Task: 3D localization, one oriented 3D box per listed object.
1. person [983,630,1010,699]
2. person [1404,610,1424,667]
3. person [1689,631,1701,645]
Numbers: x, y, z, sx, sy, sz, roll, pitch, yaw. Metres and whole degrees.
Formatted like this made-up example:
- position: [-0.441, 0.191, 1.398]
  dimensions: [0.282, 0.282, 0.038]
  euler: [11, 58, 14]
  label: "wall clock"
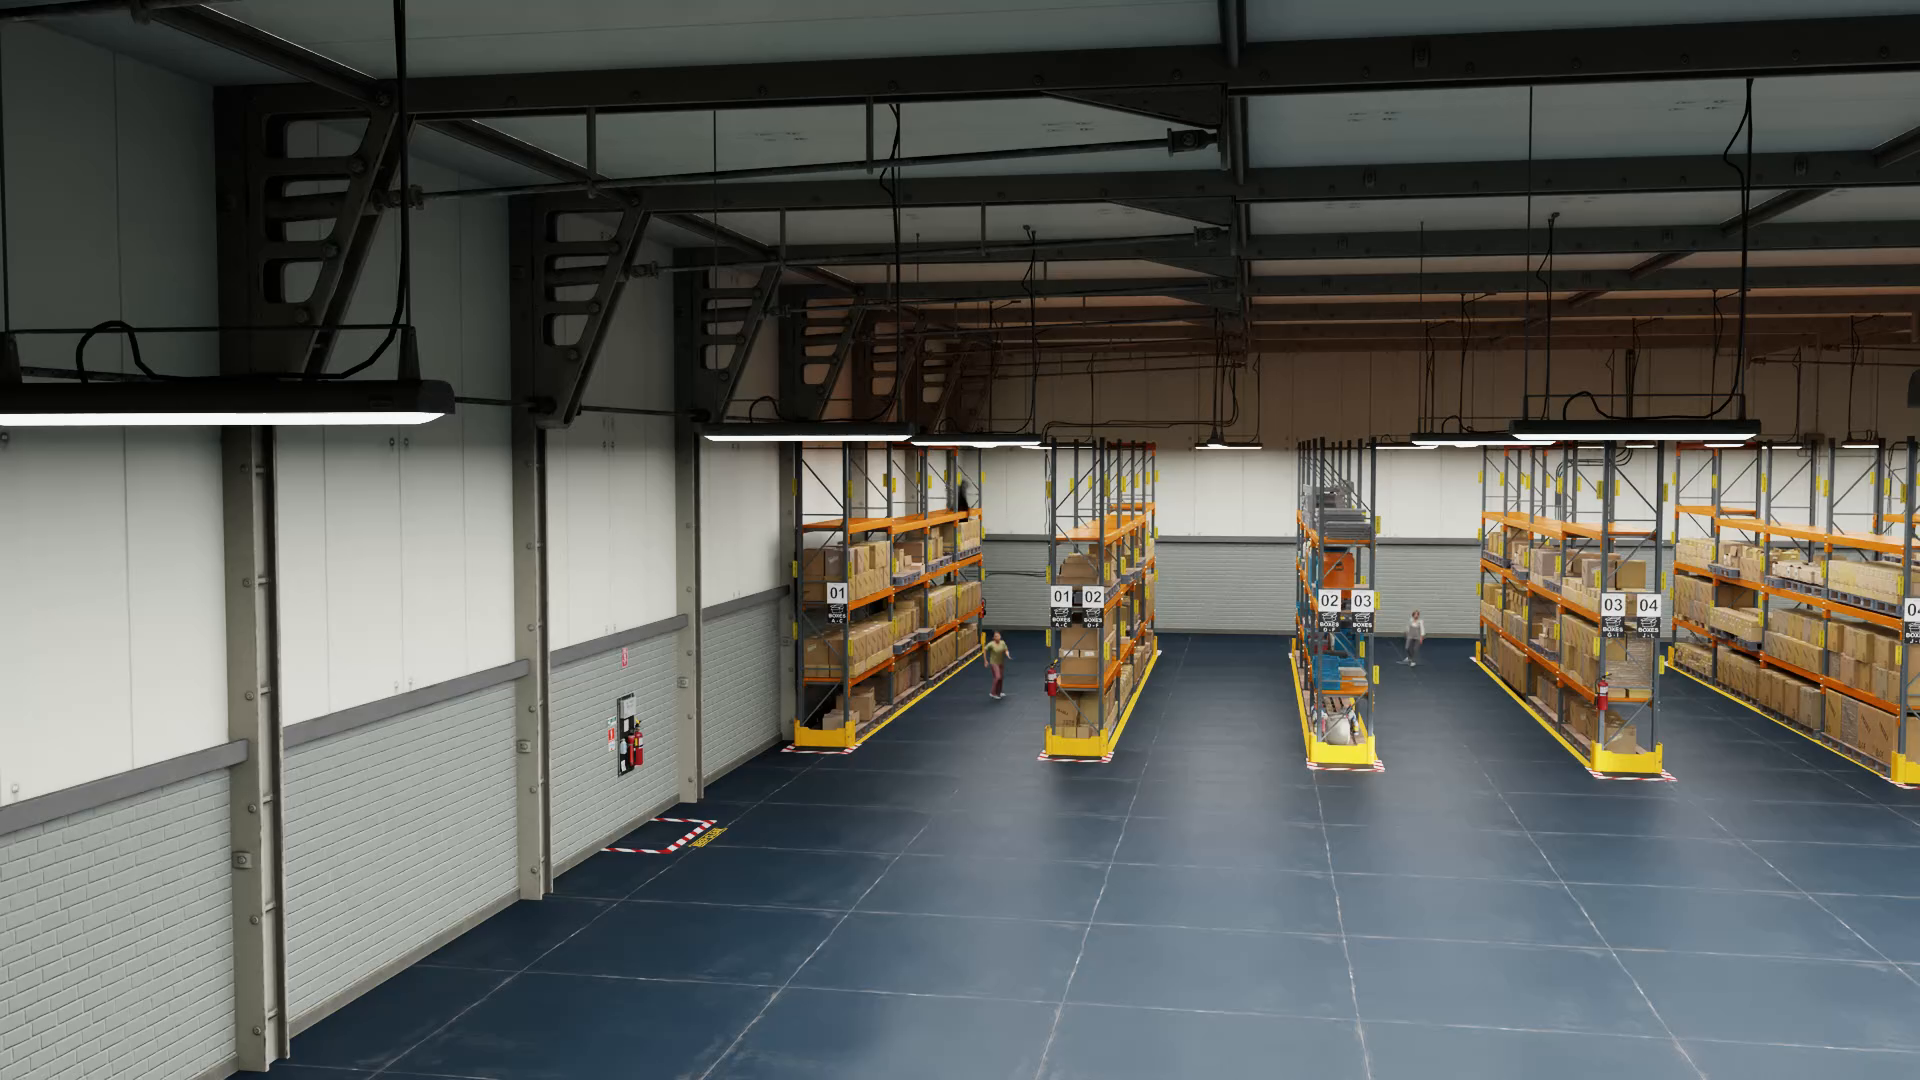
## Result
- position: [0.884, 2.904, 38.682]
  dimensions: [0.596, 1.628, 0.758]
  euler: [-2, 4, -35]
  label: "person"
- position: [12.102, 2.612, 44.337]
  dimensions: [0.577, 1.547, 0.544]
  euler: [2, 3, 29]
  label: "person"
- position: [20.181, 2.444, 45.608]
  dimensions: [0.926, 1.701, 0.637]
  euler: [0, 3, -9]
  label: "person"
